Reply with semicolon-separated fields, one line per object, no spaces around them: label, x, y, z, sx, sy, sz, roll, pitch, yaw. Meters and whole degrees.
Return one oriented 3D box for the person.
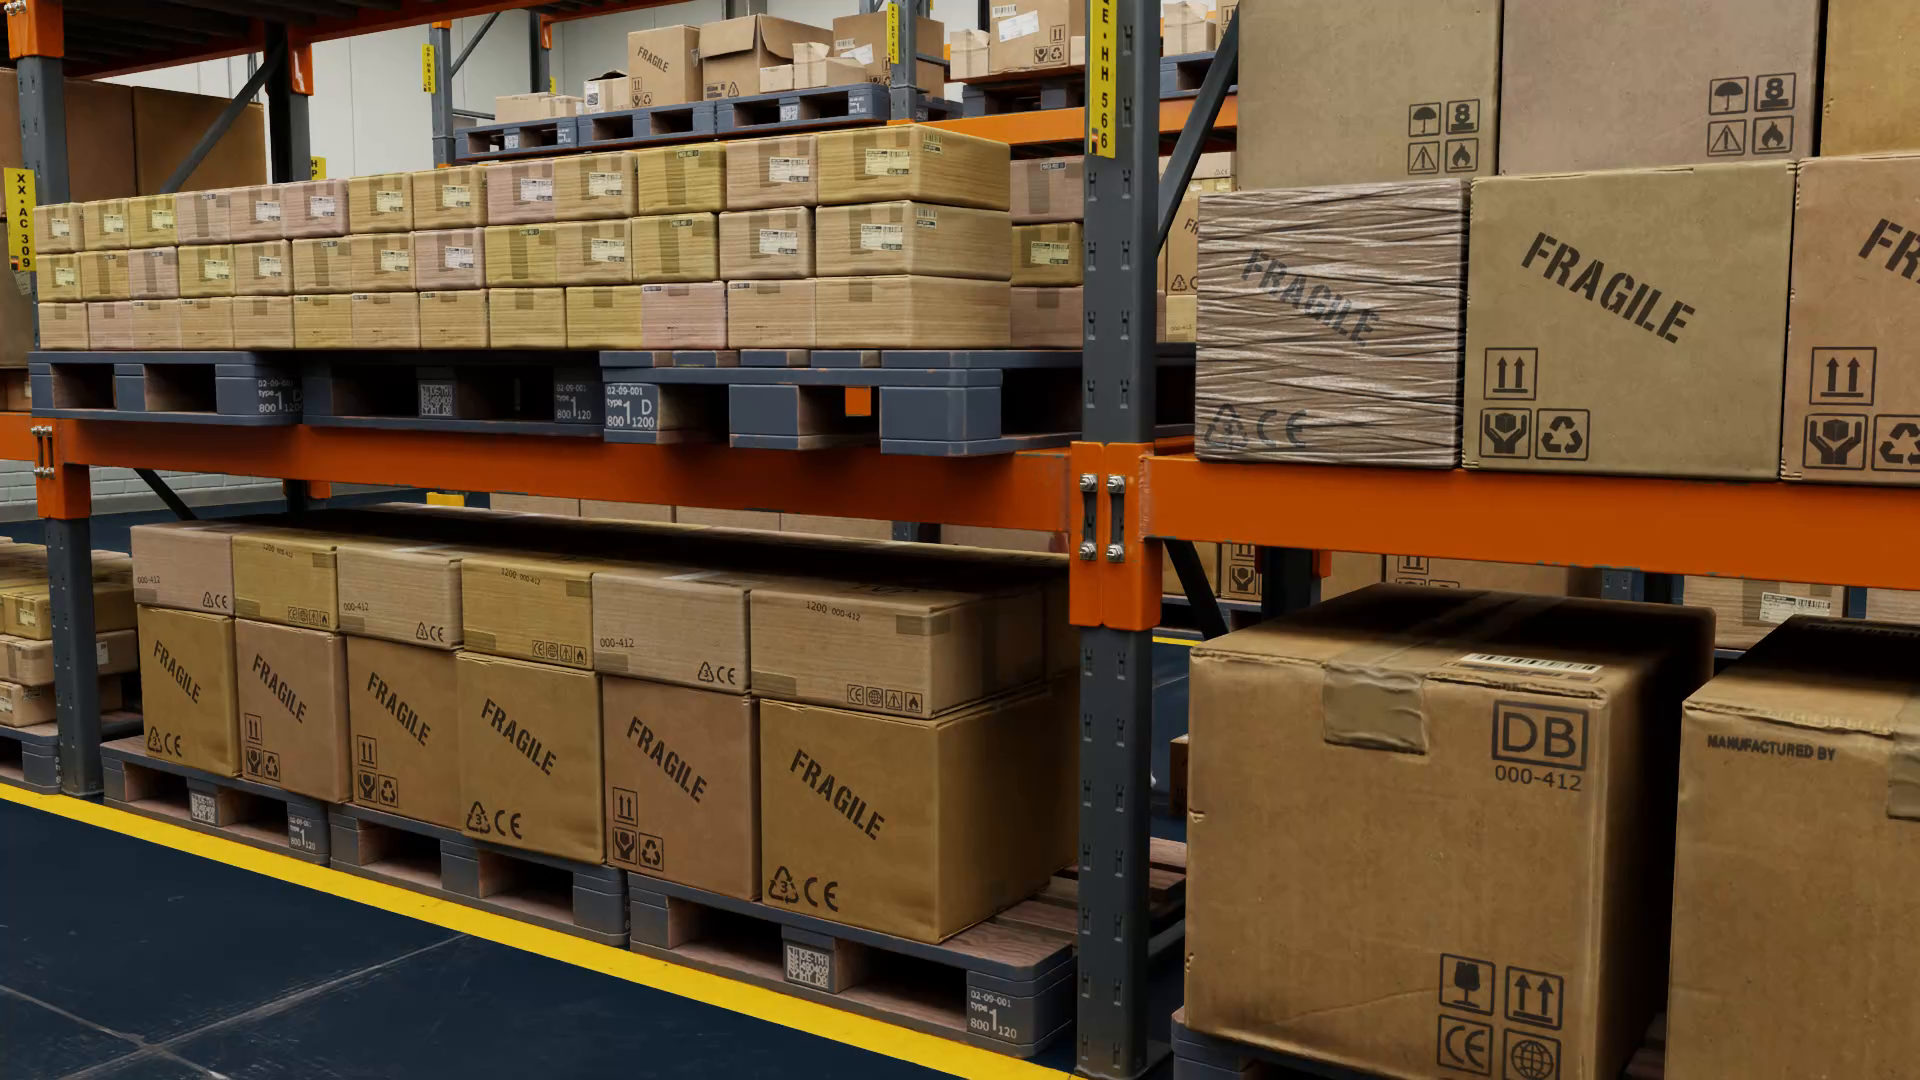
person;0.454;0.034;5.642;0.383;1.677;0.441;4;8;35
